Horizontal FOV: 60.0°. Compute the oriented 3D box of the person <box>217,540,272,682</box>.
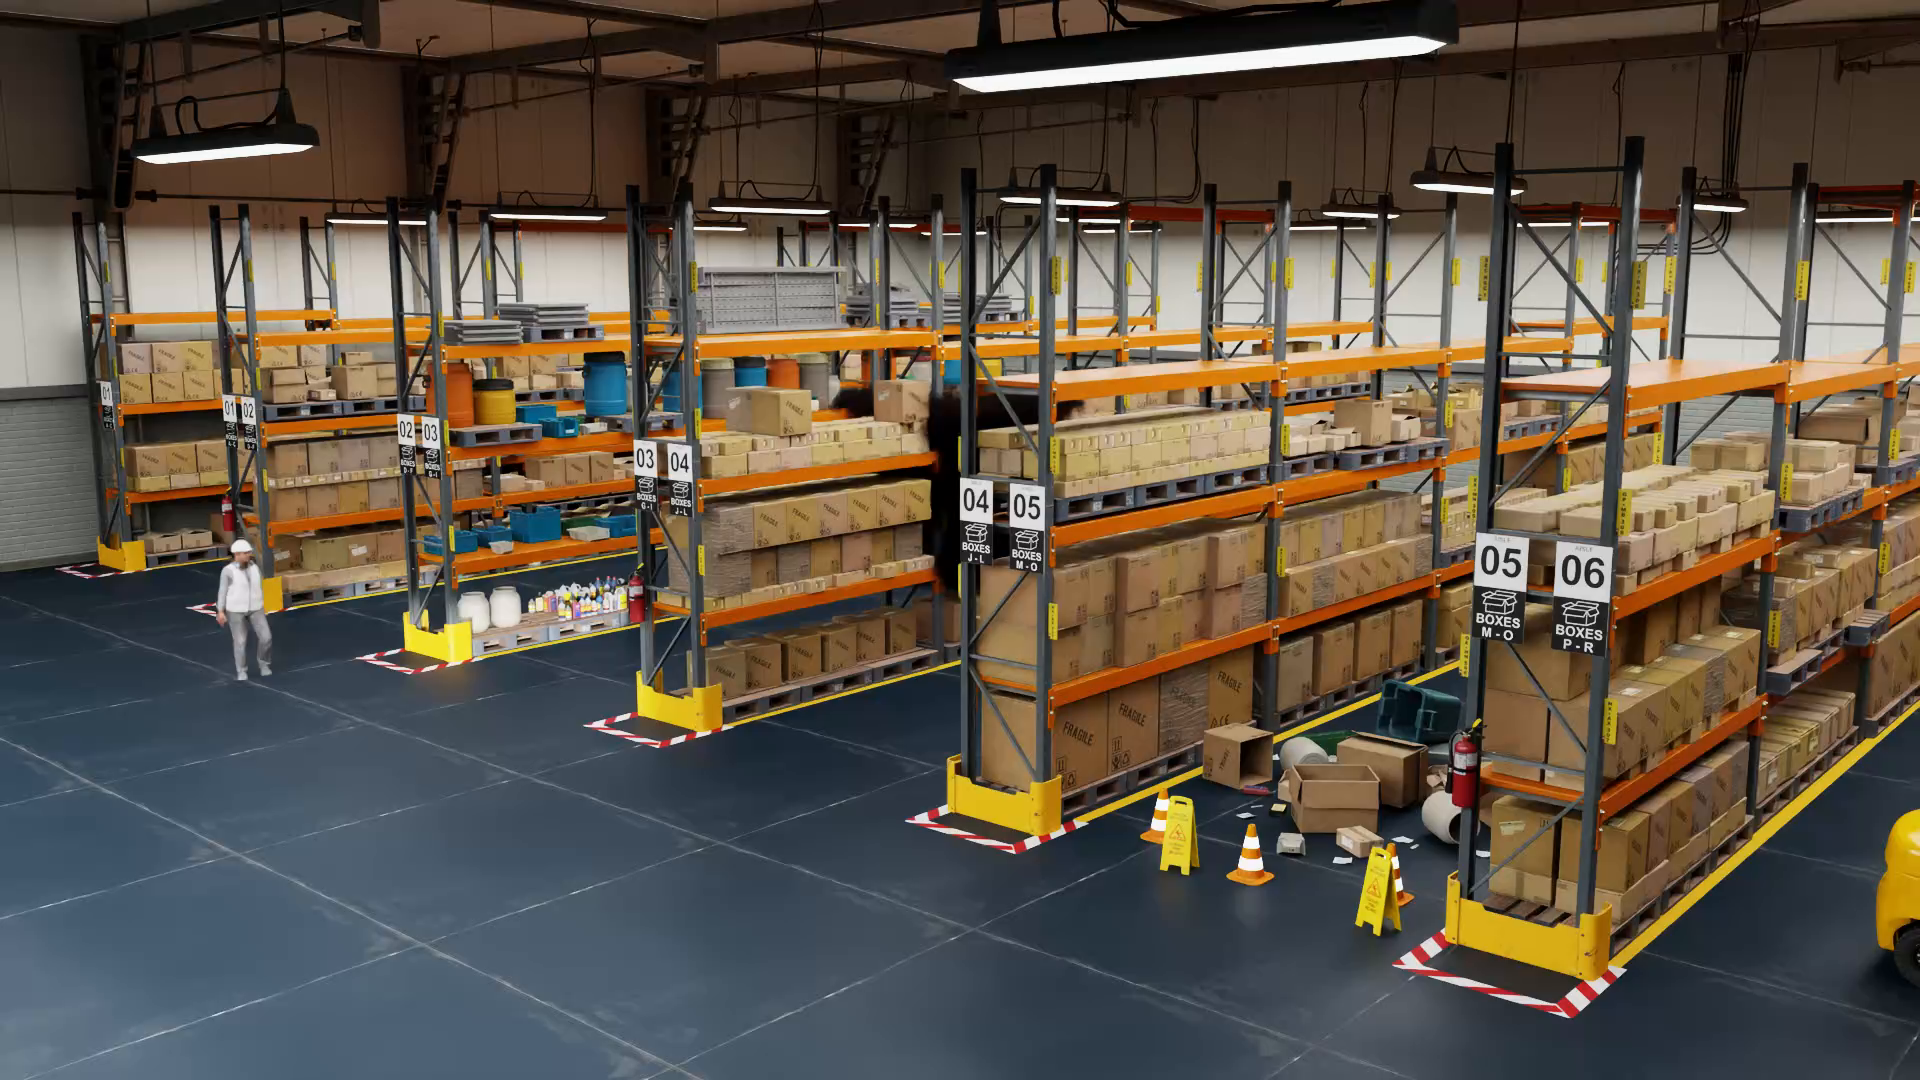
[{"bbox_3d":[-8.970,0.873,20.766,0.626,1.773,0.390,-9,13,-43],"label":"person"}]

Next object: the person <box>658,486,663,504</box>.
[{"bbox_3d":[-6.011,-1.103,32.771,0.445,1.673,0.514,7,12,35],"label":"person"}]
